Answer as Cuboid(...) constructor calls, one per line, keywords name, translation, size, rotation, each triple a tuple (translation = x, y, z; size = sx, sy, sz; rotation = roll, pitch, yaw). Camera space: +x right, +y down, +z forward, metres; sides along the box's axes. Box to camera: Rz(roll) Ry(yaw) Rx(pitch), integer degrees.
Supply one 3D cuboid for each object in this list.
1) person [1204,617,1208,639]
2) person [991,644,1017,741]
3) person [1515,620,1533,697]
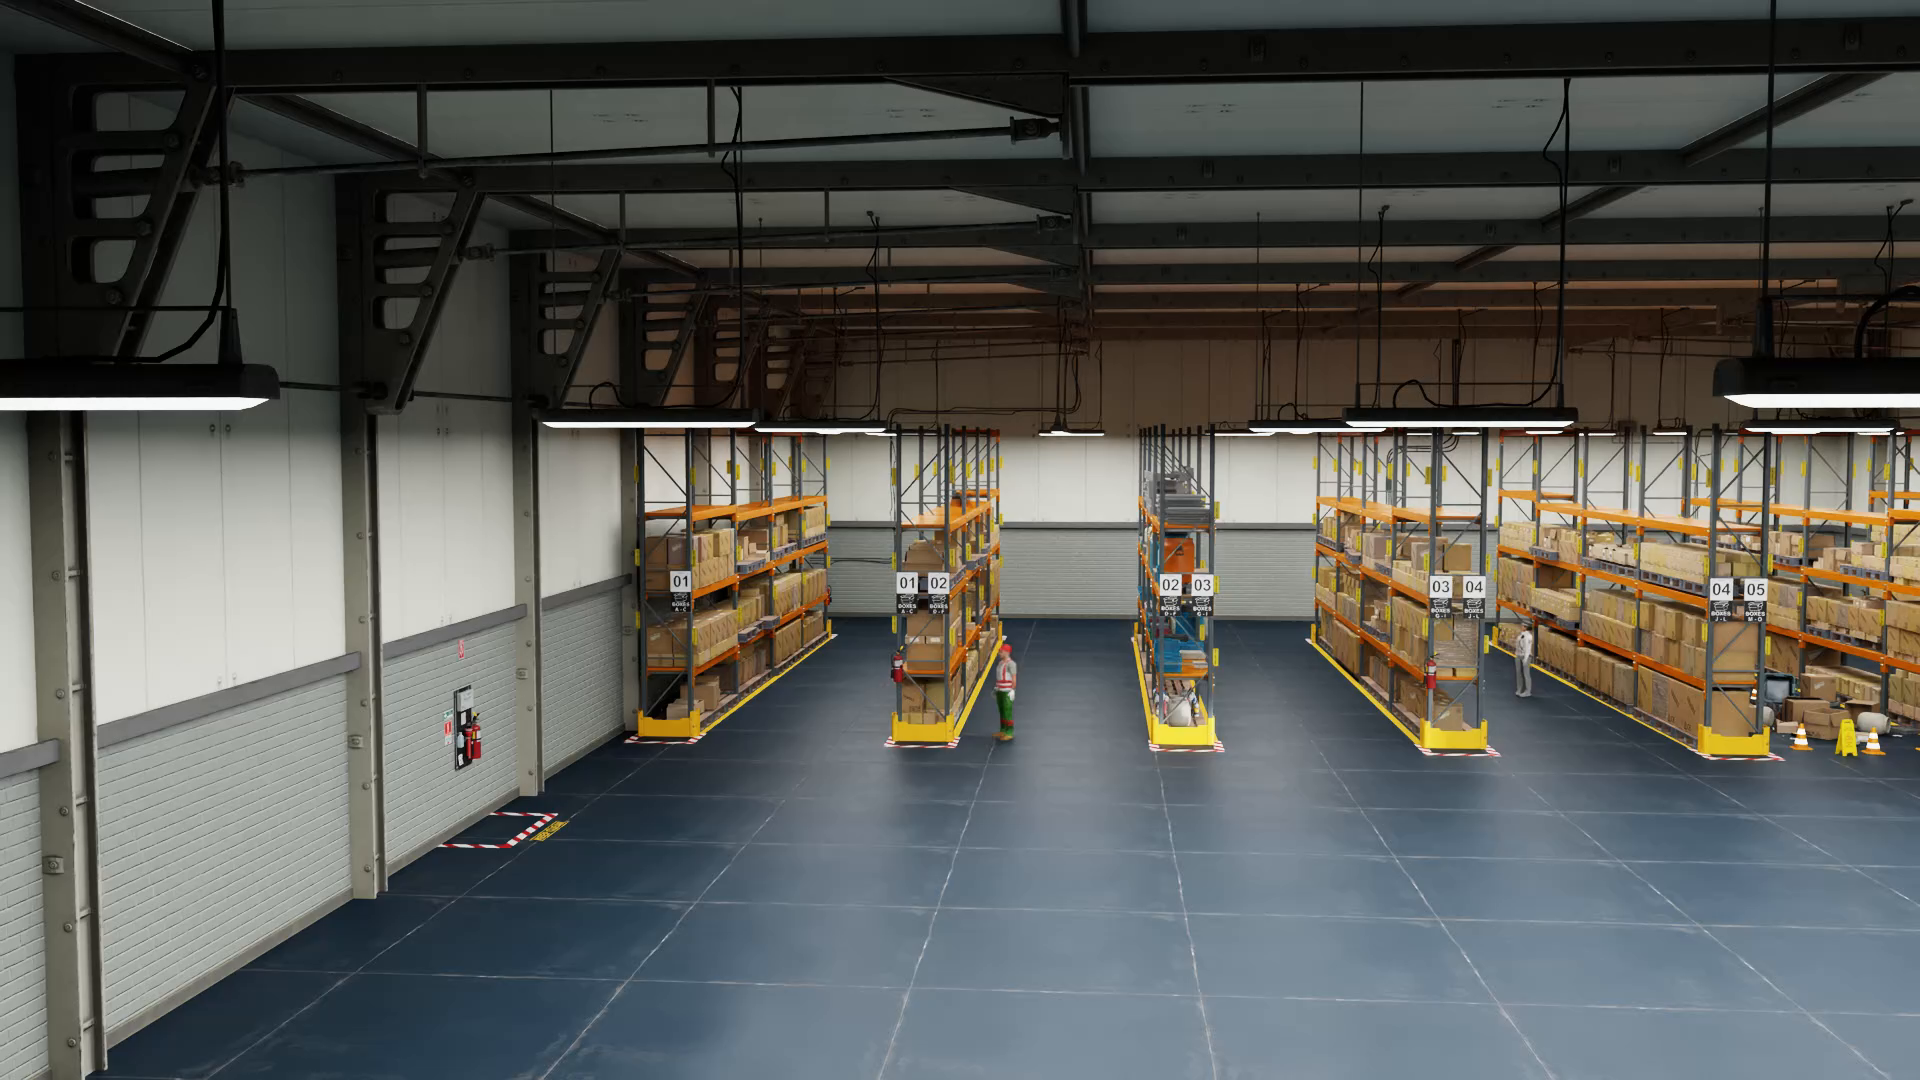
Cuboid(name="person", translation=(6.866, 2.015, 47.615), size=(0.570, 1.604, 0.845), rotation=(-2, 4, -25))
Cuboid(name="person", translation=(0.823, 2.897, 31.773), size=(0.385, 1.815, 0.589), rotation=(-2, 4, -28))
Cuboid(name="person", translation=(12.572, 2.624, 37.109), size=(0.410, 1.697, 0.475), rotation=(-2, 4, -25))
